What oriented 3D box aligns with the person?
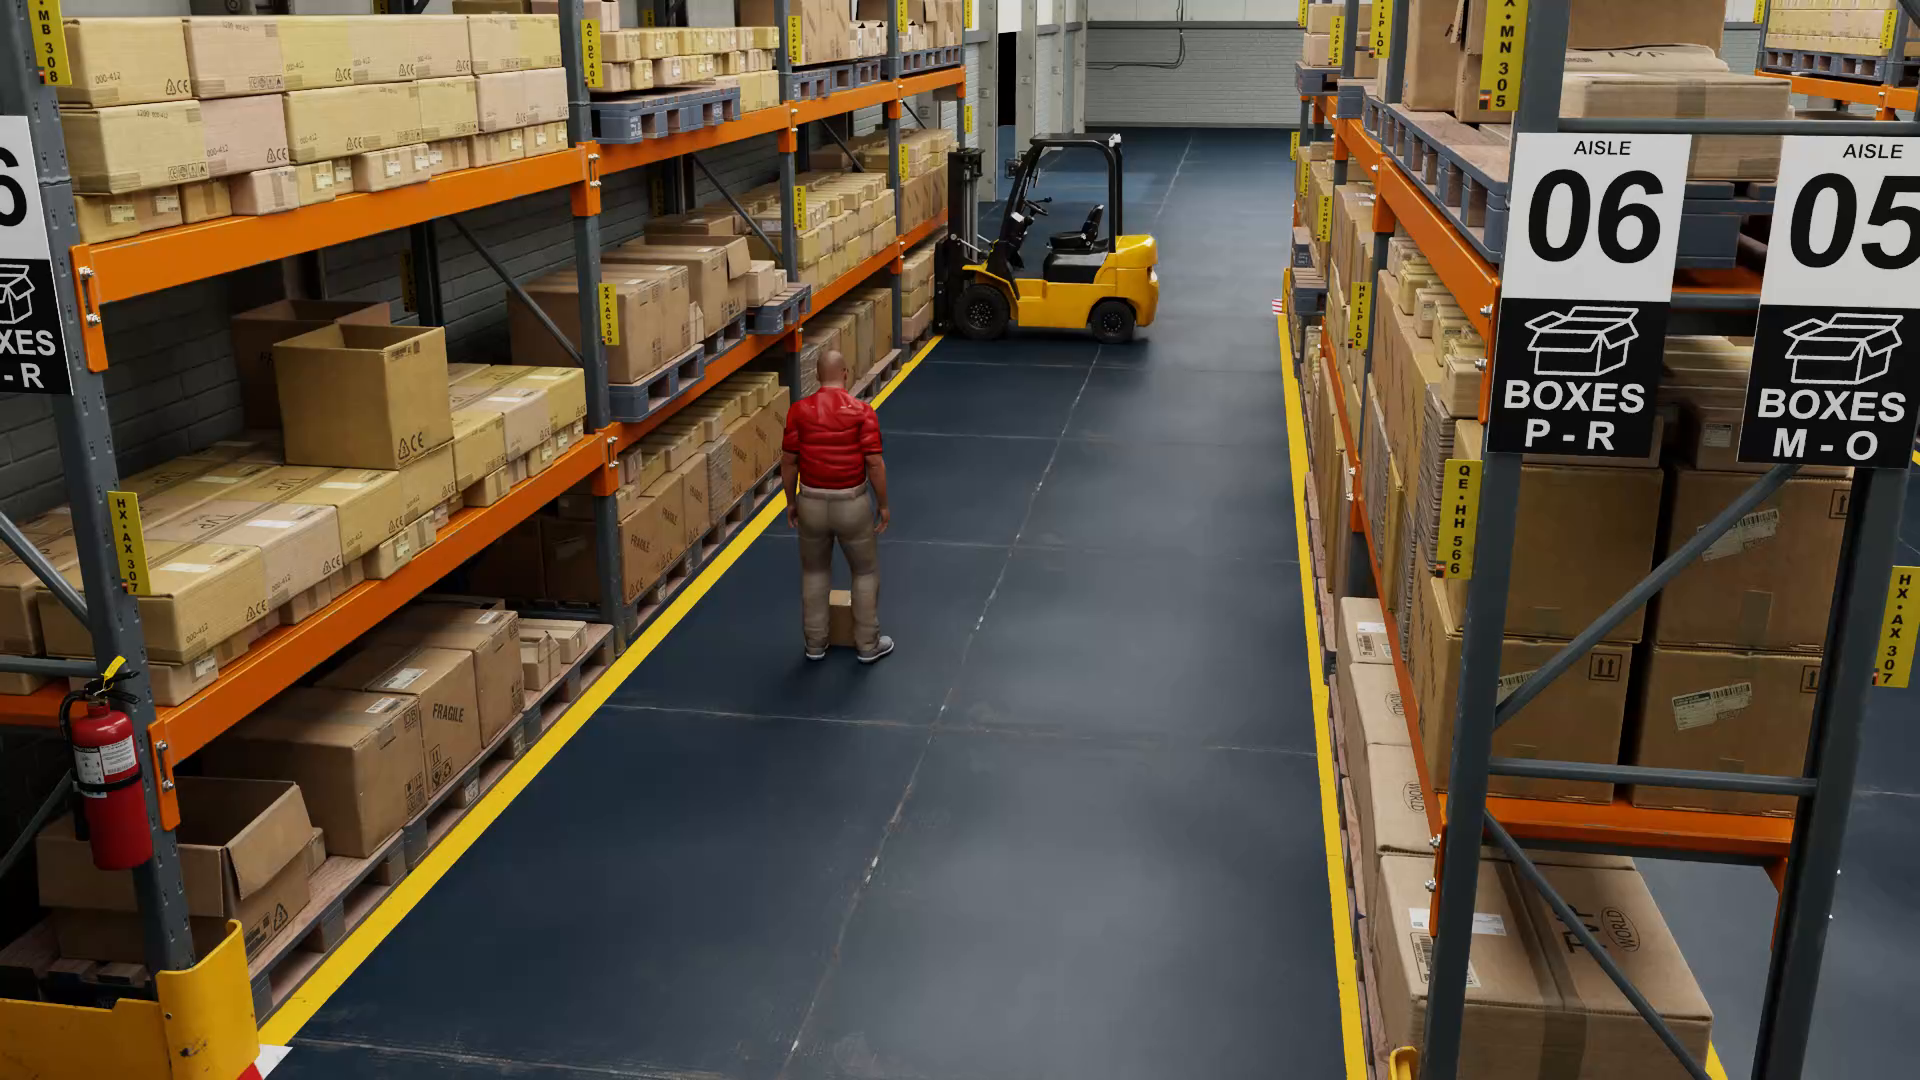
[{"bbox_3d":[-0.677,-0.176,9.124,0.586,1.726,0.396,3,18,9],"label":"person"}]
